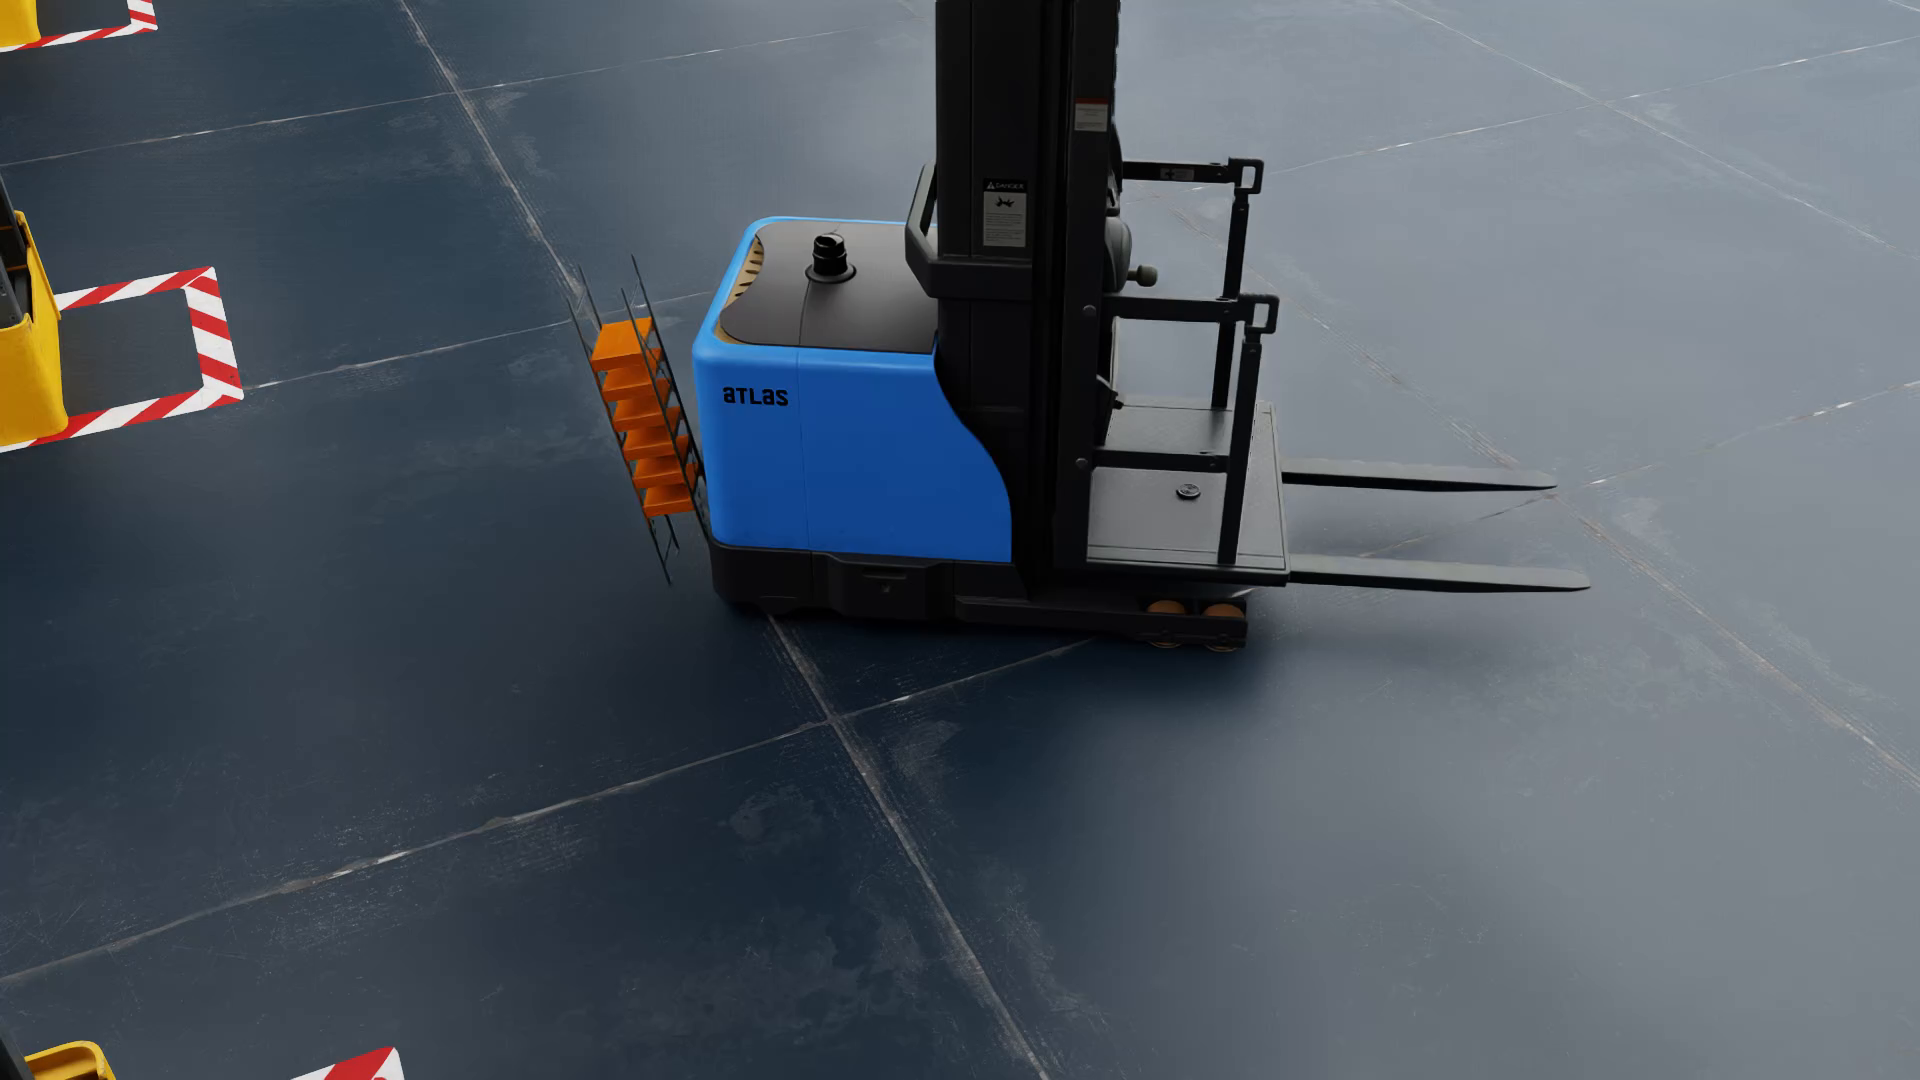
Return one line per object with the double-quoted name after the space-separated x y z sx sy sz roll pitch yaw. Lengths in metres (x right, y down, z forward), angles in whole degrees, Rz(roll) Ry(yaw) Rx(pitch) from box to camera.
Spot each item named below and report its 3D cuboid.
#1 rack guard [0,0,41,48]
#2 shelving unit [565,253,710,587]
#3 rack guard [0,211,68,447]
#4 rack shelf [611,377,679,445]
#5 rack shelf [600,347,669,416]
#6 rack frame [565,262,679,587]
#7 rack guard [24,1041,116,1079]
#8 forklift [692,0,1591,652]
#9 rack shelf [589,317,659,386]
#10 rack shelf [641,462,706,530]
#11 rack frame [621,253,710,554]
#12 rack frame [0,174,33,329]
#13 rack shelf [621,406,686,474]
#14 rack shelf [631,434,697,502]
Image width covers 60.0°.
-6.200 -3.612 10.701 0.348 0.500 1.175 -16 39 -20 "rack guard"
-1.064 -0.388 5.752 0.189 1.200 0.258 -8 36 6 "shelving unit"
-4.076 -0.916 7.065 0.348 0.500 1.175 -16 39 -20 "rack guard"
-1.078 -0.447 5.707 0.180 0.103 0.258 -8 36 6 "rack shelf"
-1.099 -0.542 5.637 0.180 0.103 0.258 -8 36 6 "rack shelf"
-1.155 -0.374 5.761 0.006 1.200 0.240 -8 36 6 "rack frame"
-1.904 1.706 3.531 0.348 0.500 1.175 -16 39 -20 "rack guard"
0.675 -1.125 5.307 3.031 2.935 1.130 3 37 5 "forklift"
-1.119 -0.637 5.566 0.180 0.103 0.258 -8 36 6 "rack shelf"
-1.015 -0.163 5.919 0.180 0.103 0.258 -8 36 6 "rack shelf"
-0.974 -0.401 5.743 0.006 1.200 0.240 -8 36 6 "rack frame"
-4.027 -1.965 6.381 0.127 3.000 1.000 -16 39 -20 "rack frame"
-1.057 -0.352 5.778 0.180 0.103 0.258 -8 36 6 "rack shelf"
-1.036 -0.258 5.848 0.180 0.103 0.258 -8 36 6 "rack shelf"
